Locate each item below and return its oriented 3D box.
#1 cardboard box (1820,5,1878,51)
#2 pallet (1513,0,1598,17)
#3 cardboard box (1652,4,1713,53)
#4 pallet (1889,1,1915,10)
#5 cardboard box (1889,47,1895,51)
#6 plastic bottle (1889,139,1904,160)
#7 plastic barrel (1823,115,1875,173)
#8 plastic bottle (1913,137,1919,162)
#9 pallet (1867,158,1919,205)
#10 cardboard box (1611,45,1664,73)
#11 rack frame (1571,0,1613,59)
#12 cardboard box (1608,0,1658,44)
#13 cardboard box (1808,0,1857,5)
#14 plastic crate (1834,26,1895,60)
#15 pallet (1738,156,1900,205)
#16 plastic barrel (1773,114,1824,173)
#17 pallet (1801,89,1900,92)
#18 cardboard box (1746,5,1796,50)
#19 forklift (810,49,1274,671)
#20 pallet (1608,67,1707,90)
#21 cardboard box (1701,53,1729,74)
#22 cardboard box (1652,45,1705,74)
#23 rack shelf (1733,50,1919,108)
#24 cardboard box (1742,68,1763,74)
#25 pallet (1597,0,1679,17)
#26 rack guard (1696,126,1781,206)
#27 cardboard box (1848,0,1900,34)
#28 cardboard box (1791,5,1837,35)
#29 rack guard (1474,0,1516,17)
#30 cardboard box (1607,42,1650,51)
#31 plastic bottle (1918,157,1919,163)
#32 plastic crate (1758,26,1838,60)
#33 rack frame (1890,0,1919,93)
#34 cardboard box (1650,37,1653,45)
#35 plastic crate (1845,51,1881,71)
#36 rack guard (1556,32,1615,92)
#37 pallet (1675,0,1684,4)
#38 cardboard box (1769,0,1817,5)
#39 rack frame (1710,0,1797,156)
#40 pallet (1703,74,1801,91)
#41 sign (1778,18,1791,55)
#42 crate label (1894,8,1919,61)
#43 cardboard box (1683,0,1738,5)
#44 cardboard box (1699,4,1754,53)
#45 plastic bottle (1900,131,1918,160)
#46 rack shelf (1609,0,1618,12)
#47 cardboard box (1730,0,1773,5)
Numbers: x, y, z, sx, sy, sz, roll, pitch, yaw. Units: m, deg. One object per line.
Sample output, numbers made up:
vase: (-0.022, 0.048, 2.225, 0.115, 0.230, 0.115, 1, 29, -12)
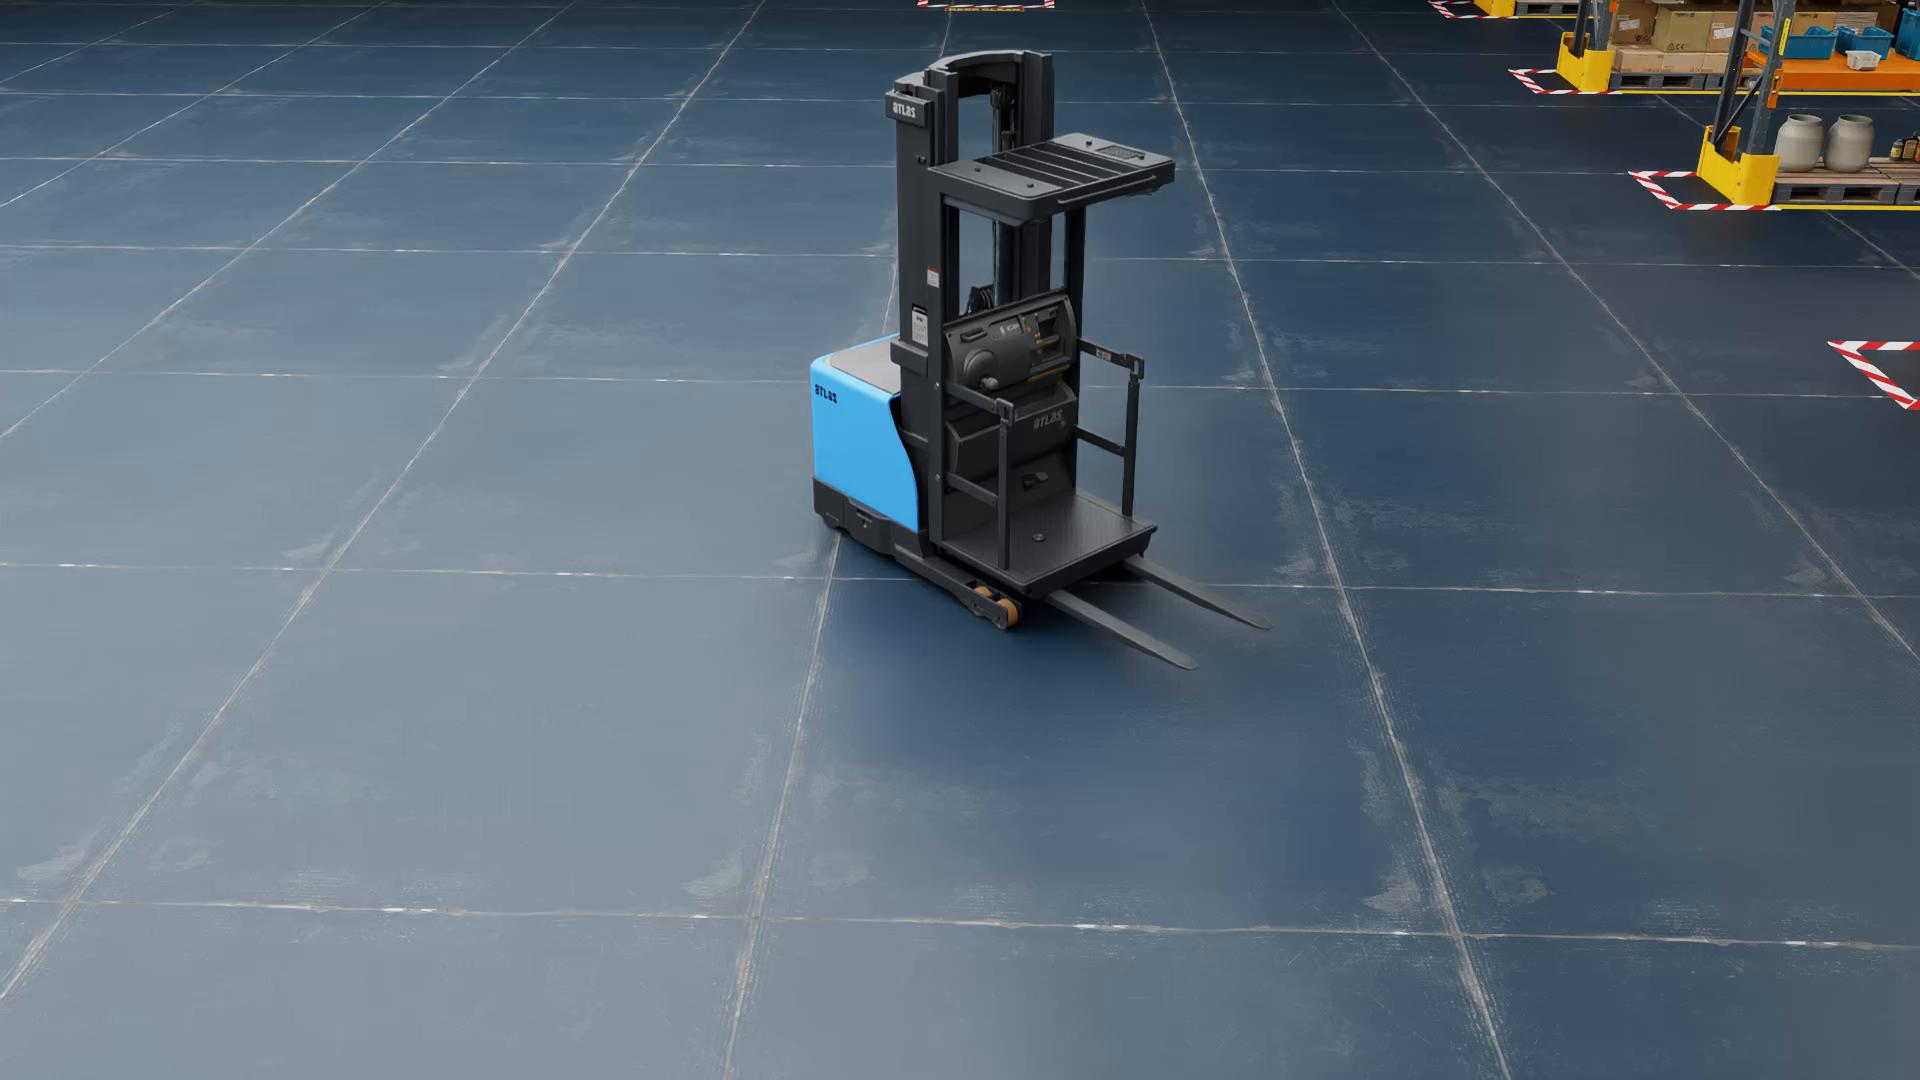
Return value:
cardboard box: (11.032, -6.373, 20.756, 0.500, 0.500, 0.500, 1, 28, 2)
pallet: (9.063, -8.273, 25.632, 1.213, 0.211, 1.003, 1, 28, 2)
cardboard box: (9.033, -6.400, 20.807, 0.500, 0.500, 0.500, 1, 28, 2)
pallet: (14.174, -8.208, 25.508, 1.213, 0.211, 1.003, 1, 28, 2)
cardboard box: (11.532, -6.028, 20.906, 0.500, 0.250, 0.500, 1, 28, 2)
plastic bottle: (9.678, -4.032, 17.172, 0.097, 0.201, 0.097, 0, 28, 0)
plastic barrel: (8.988, -4.002, 16.806, 0.421, 0.512, 0.421, 0, 28, 0)
plastic bottle: (9.928, -4.048, 17.123, 0.135, 0.276, 0.152, 1, 28, 2)
pallet: (9.932, -3.651, 16.912, 1.213, 0.211, 1.003, 1, 28, 2)
cardboard box: (8.533, -6.076, 20.996, 0.500, 0.250, 0.500, 1, 28, 2)
rack frame: (8.005, -7.218, 20.664, 0.127, 3.000, 1.000, 1, 28, 2)
cardboard box: (8.552, -6.650, 21.280, 0.500, 0.500, 0.500, 1, 28, 2)
cardboard box: (11.050, -6.613, 21.208, 0.500, 0.500, 0.500, 1, 28, 2)
plastic crate: (8.986, -4.952, 16.548, 0.408, 0.251, 0.499, 1, 28, 2)
pallet: (8.716, -3.672, 16.952, 1.213, 0.211, 1.003, 1, 28, 2)
plastic barrel: (8.487, -4.011, 16.821, 0.421, 0.512, 0.421, 0, 28, 0)
pallet: (11.209, -5.953, 21.254, 1.213, 0.211, 1.003, 1, 28, 2)
cardboard box: (10.032, -6.381, 20.771, 0.500, 0.500, 0.500, 1, 28, 2)
forklift: (0.434, -1.065, 9.130, 1.130, 2.935, 3.031, -23, 35, -36)
pallet: (8.771, -5.993, 21.330, 1.213, 0.211, 1.003, 1, 28, 2)
cardboard box: (9.533, -6.061, 20.968, 0.500, 0.250, 0.500, 1, 28, 2)
cardboard box: (9.033, -6.069, 20.984, 0.500, 0.250, 0.500, 1, 28, 2)
rack shelf: (9.825, -4.549, 16.396, 4.000, 0.370, 1.077, 1, 28, 2)
cardboard box: (10.032, -6.050, 20.948, 0.500, 0.250, 0.500, 1, 28, 2)
pallet: (10.279, -8.252, 25.591, 1.213, 0.211, 1.003, 1, 28, 2)
rack guard: (7.904, -3.816, 16.915, 0.348, 0.500, 1.175, 1, 28, 2)
cardboard box: (11.550, -6.608, 21.200, 0.500, 0.500, 0.500, 1, 28, 2)
cardboard box: (10.532, -6.379, 20.768, 0.500, 0.500, 0.500, 1, 28, 2)
rack guard: (8.252, -8.431, 25.621, 0.348, 0.500, 1.175, 1, 28, 2)
cardboard box: (8.552, -6.318, 21.453, 0.500, 0.250, 0.500, 1, 28, 2)
plastic bottle: (9.925, -4.002, 17.027, 0.133, 0.283, 0.061, 1, 28, 2)
plastic crate: (8.337, -4.966, 16.573, 0.616, 0.251, 0.499, 1, 28, 2)
rack frame: (12.003, -7.152, 20.539, 0.127, 3.000, 1.000, 1, 28, 2)
cardboard box: (9.052, -6.315, 21.448, 0.500, 0.250, 0.500, 1, 28, 2)
plastic crate: (8.710, -4.618, 16.040, 0.250, 0.136, 0.298, 1, 28, 2)
rack guard: (7.981, -6.114, 21.250, 0.348, 0.500, 1.175, 1, 28, 2)
pallet: (11.501, -8.233, 25.556, 1.213, 0.211, 1.003, 1, 28, 2)
cardboard box: (10.551, -6.625, 21.231, 0.500, 0.500, 0.500, 1, 28, 2)
rack frame: (7.827, -4.900, 16.290, 0.127, 3.000, 1.000, 1, 28, 2)
pallet: (9.987, -5.972, 21.289, 1.213, 0.211, 1.003, 1, 28, 2)
sign: (7.803, -4.764, 15.740, 0.005, 0.325, 0.100, 1, 28, 2)
crate label: (9.676, -5.011, 16.463, 0.616, 0.435, 0.502, 1, 28, 2)
cardboard box: (9.552, -6.641, 21.261, 0.500, 0.500, 0.500, 1, 28, 2)
cardboard box: (9.533, -6.397, 20.802, 0.500, 0.500, 0.500, 1, 28, 2)
plastic bottle: (9.795, -4.075, 17.165, 0.133, 0.283, 0.061, 2, 28, 3)
rack shelf: (10.004, -6.867, 20.770, 4.000, 0.370, 1.077, 1, 28, 2)
cardboard box: (10.051, -6.632, 21.245, 0.500, 0.500, 0.500, 1, 28, 2)
